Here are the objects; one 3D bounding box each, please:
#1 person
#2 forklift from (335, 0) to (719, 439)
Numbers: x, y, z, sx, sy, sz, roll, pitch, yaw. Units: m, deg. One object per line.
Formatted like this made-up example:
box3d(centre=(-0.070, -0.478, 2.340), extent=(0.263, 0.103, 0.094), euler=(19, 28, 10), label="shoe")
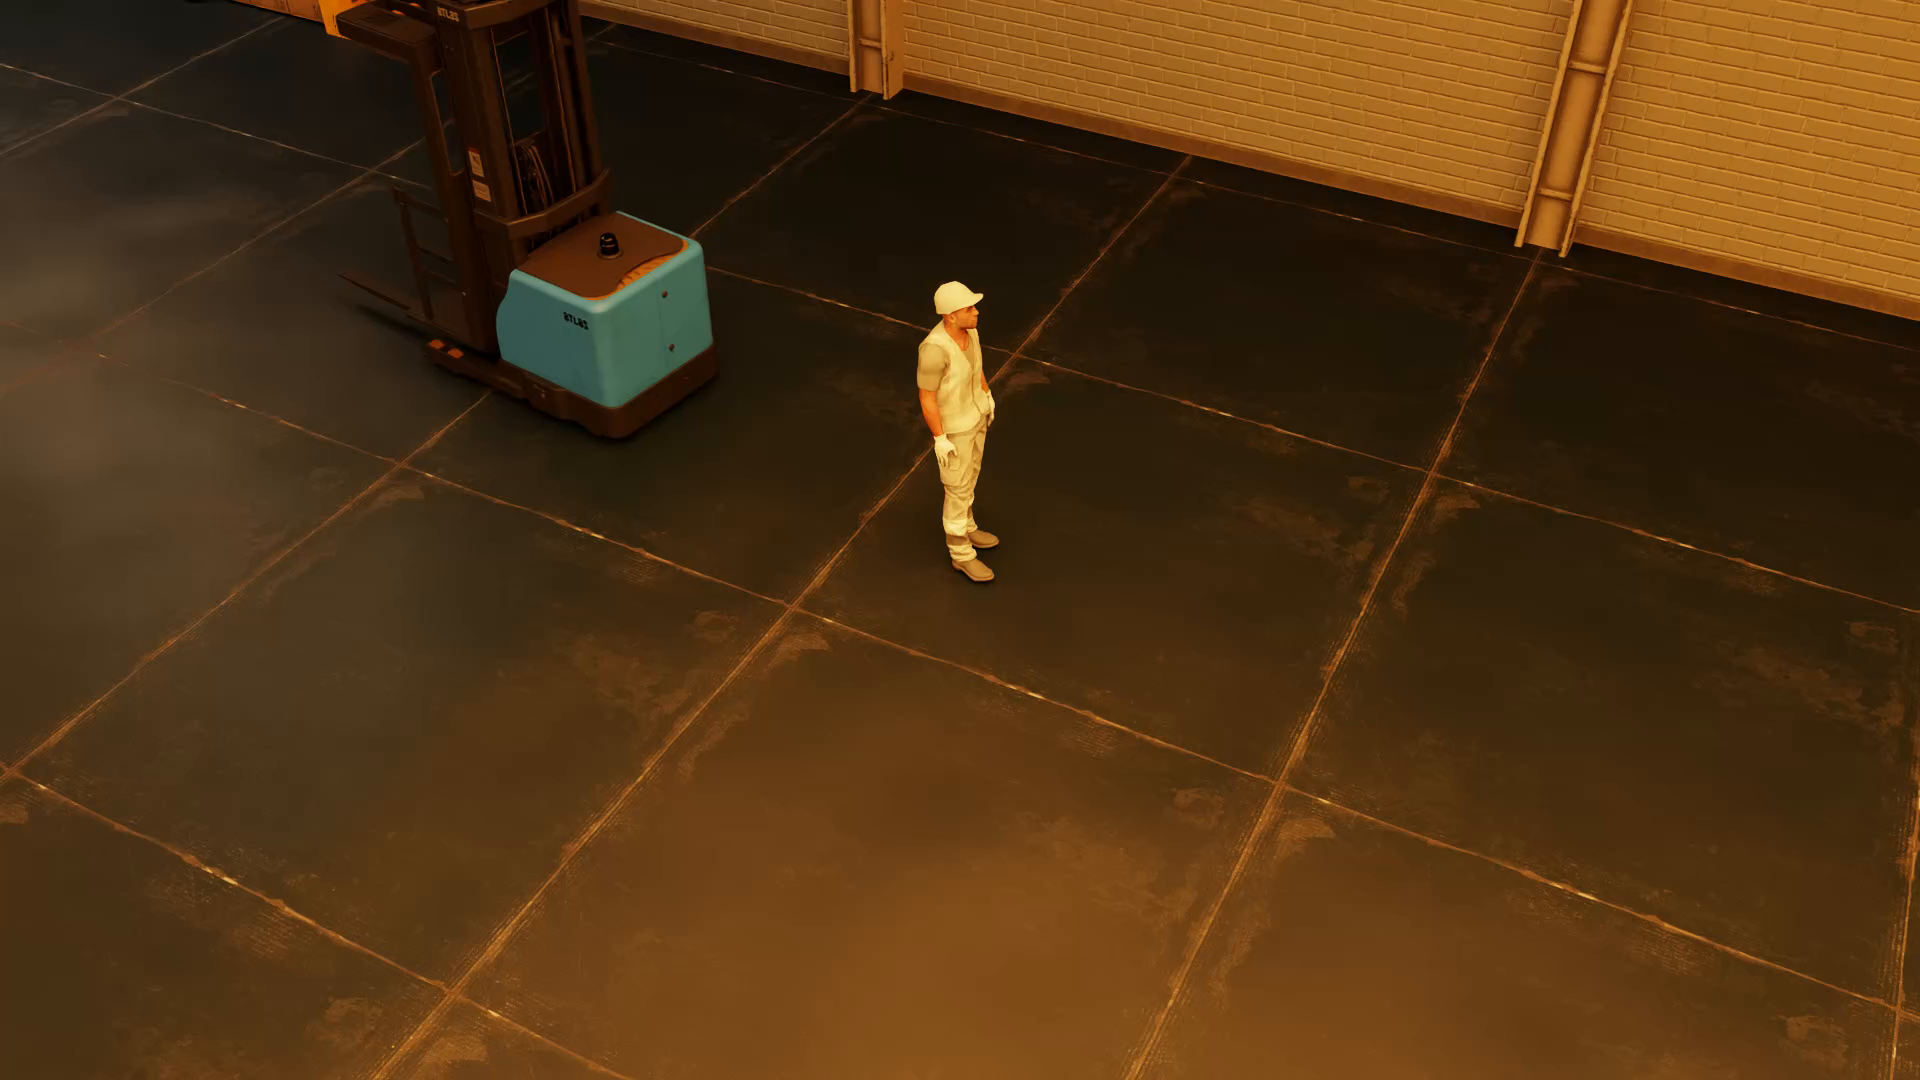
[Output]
box3d(centre=(0.066, -0.659, 9.644), extent=(0.562, 1.790, 0.637), euler=(18, 43, 21), label="person")
box3d(centre=(-3.172, -2.545, 11.008), extent=(3.031, 2.935, 1.130), euler=(24, 46, 26), label="forklift")
